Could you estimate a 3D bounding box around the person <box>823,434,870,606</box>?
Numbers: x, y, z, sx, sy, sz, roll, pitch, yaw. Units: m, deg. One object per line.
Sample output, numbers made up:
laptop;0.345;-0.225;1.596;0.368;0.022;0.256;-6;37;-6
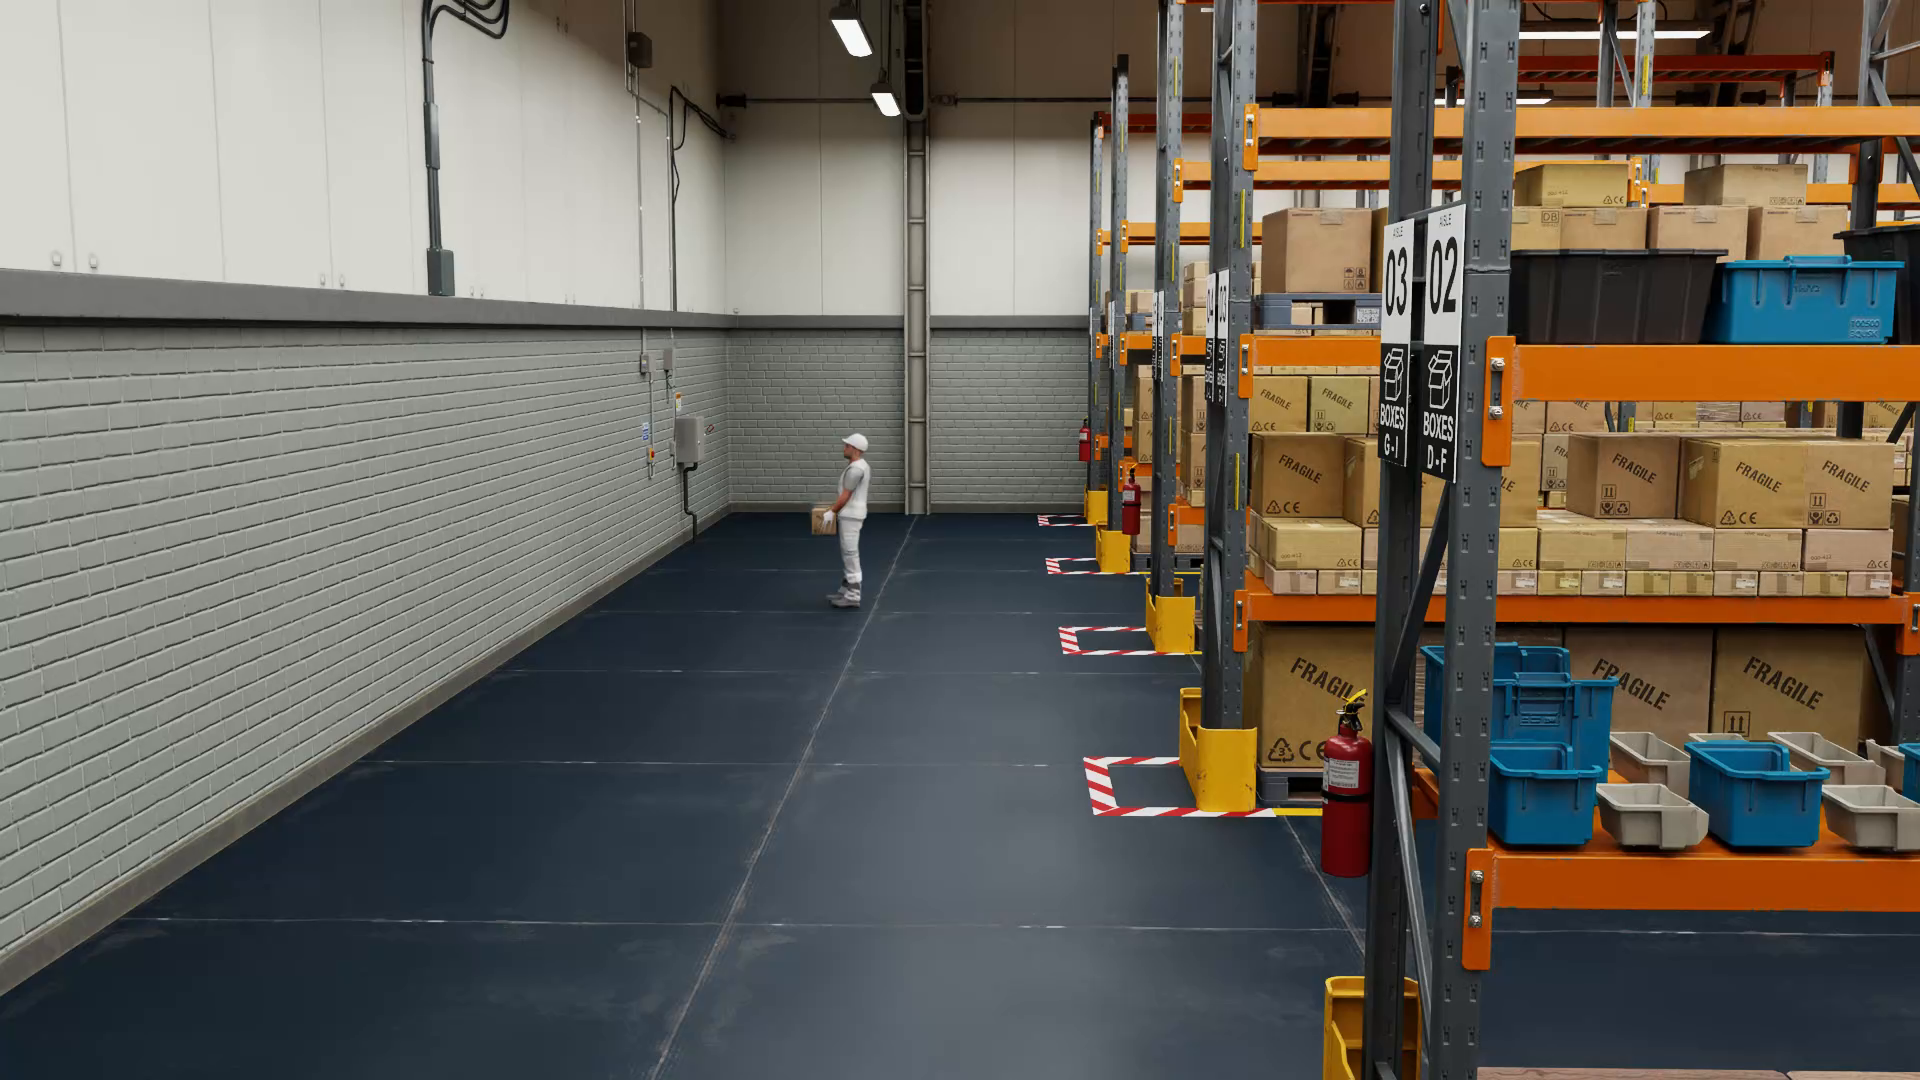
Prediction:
person;-1.192;-0.212;17.315;0.505;1.793;0.541;1;7;4
